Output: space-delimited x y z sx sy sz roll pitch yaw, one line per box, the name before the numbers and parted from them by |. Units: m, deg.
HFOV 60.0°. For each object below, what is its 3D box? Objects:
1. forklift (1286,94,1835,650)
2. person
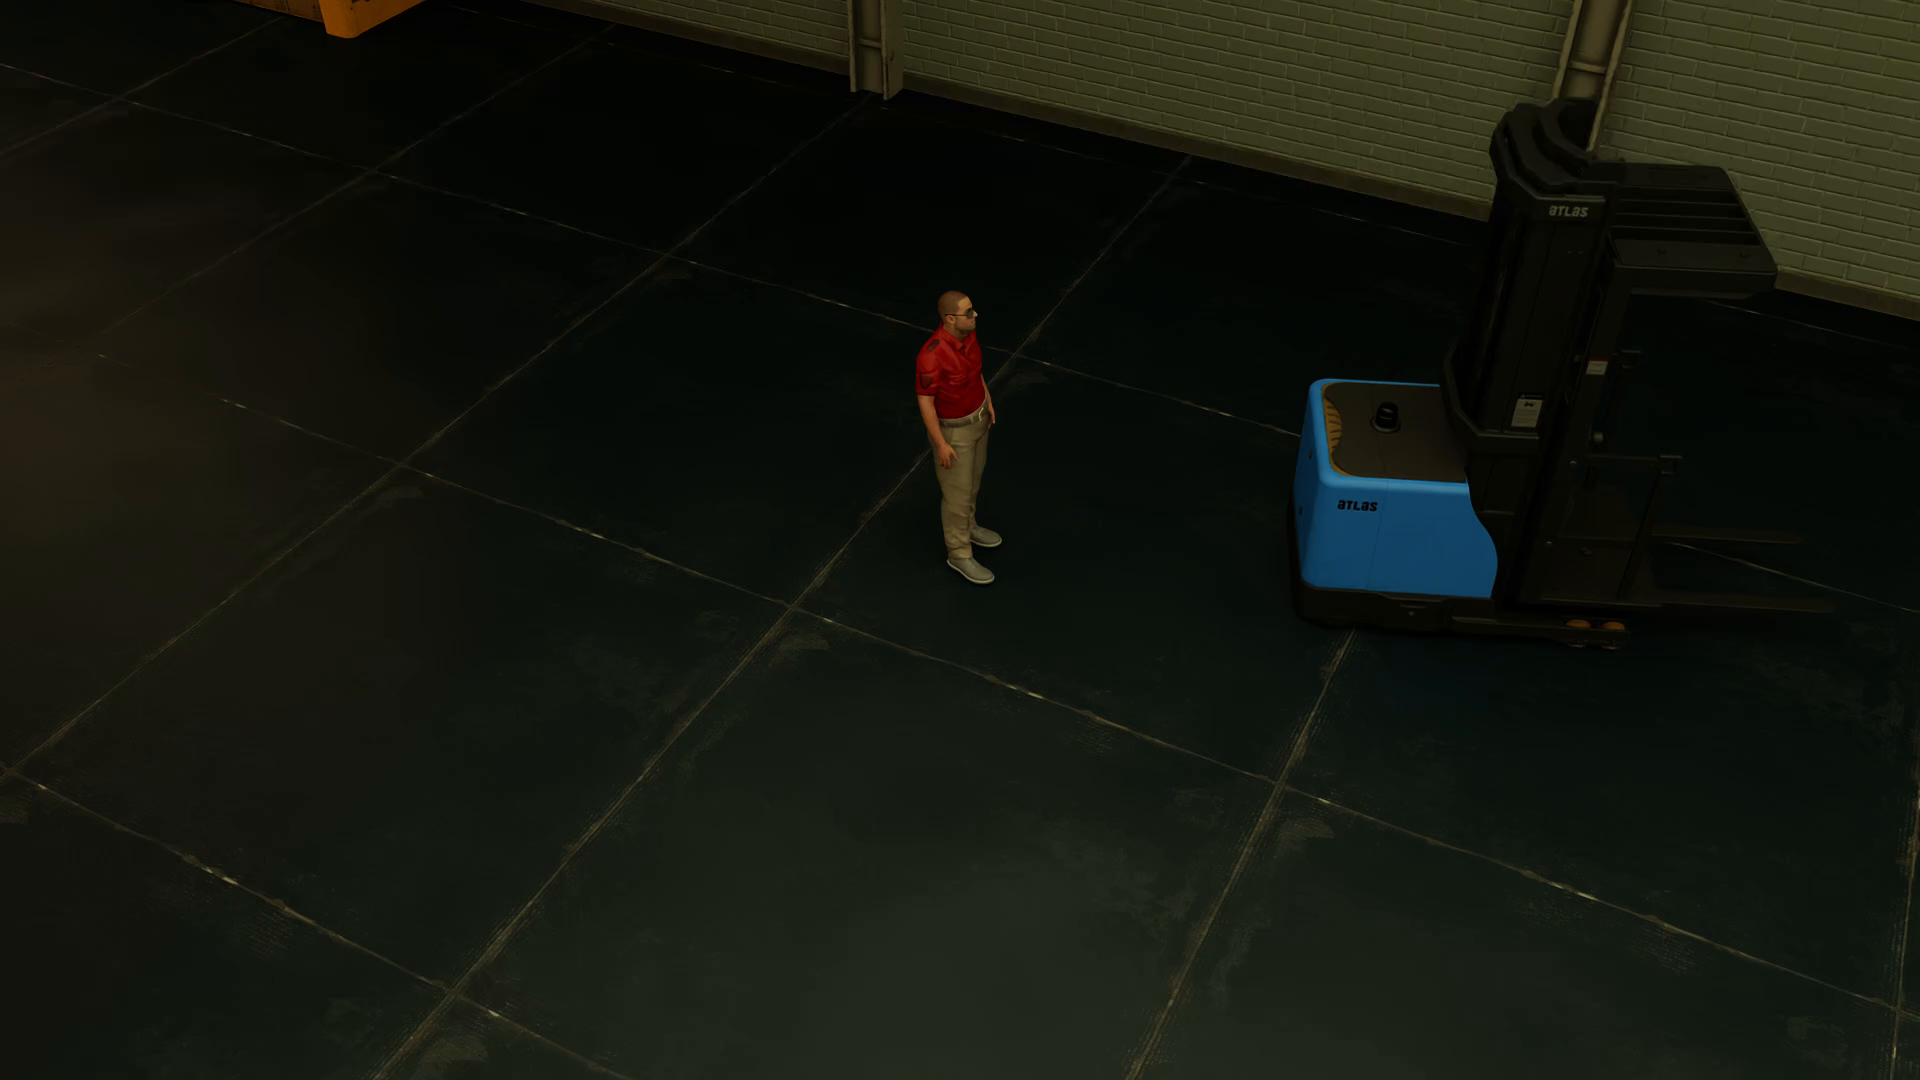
forklift | 3.494 -0.854 9.001 3.031 2.935 1.130 4 40 4
person | 0.074 -0.633 9.660 0.551 1.727 0.640 18 43 21
